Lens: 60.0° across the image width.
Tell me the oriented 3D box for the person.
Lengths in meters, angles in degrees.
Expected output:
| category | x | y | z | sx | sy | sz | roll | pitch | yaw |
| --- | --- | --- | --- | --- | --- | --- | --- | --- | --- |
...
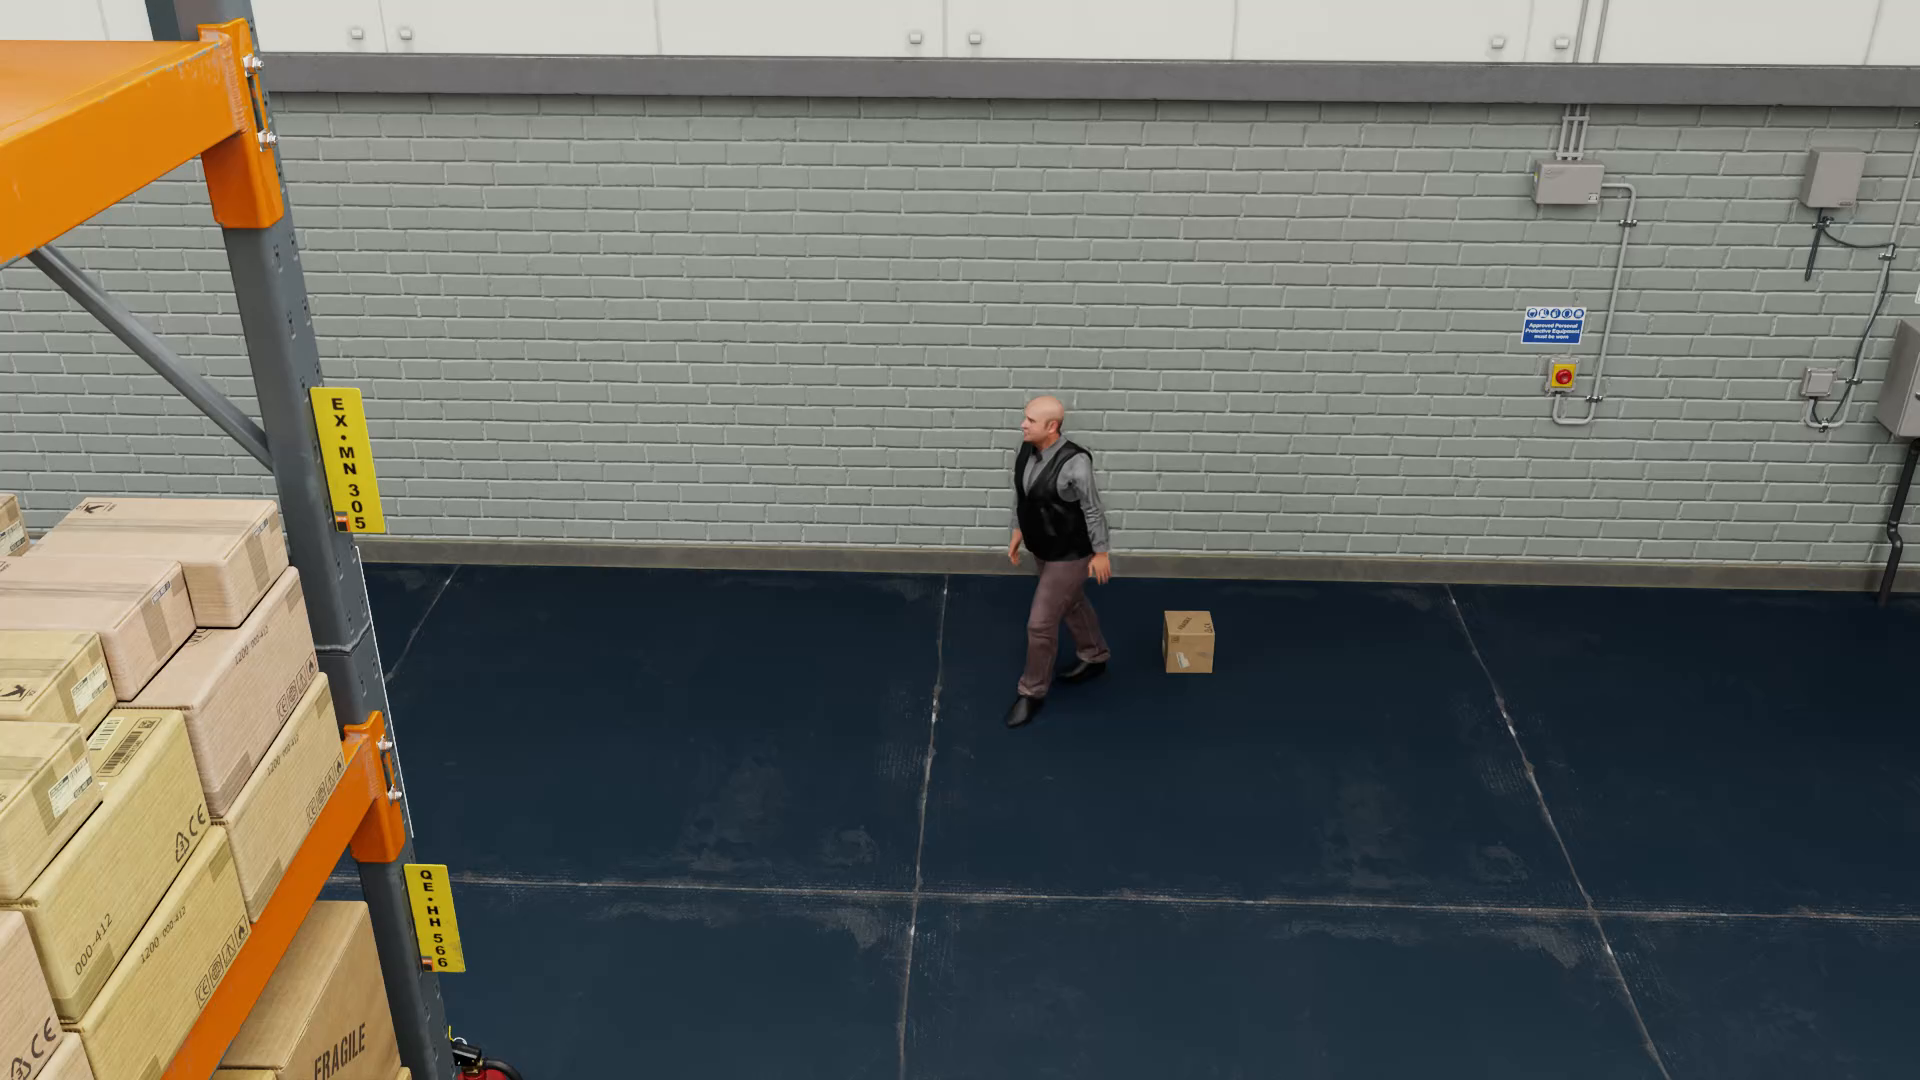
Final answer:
| category | x | y | z | sx | sy | sz | roll | pitch | yaw |
| --- | --- | --- | --- | --- | --- | --- | --- | --- | --- |
| person | 0.479 | 0.055 | 8.561 | 0.760 | 1.730 | 0.563 | -14 | 31 | -25 |
